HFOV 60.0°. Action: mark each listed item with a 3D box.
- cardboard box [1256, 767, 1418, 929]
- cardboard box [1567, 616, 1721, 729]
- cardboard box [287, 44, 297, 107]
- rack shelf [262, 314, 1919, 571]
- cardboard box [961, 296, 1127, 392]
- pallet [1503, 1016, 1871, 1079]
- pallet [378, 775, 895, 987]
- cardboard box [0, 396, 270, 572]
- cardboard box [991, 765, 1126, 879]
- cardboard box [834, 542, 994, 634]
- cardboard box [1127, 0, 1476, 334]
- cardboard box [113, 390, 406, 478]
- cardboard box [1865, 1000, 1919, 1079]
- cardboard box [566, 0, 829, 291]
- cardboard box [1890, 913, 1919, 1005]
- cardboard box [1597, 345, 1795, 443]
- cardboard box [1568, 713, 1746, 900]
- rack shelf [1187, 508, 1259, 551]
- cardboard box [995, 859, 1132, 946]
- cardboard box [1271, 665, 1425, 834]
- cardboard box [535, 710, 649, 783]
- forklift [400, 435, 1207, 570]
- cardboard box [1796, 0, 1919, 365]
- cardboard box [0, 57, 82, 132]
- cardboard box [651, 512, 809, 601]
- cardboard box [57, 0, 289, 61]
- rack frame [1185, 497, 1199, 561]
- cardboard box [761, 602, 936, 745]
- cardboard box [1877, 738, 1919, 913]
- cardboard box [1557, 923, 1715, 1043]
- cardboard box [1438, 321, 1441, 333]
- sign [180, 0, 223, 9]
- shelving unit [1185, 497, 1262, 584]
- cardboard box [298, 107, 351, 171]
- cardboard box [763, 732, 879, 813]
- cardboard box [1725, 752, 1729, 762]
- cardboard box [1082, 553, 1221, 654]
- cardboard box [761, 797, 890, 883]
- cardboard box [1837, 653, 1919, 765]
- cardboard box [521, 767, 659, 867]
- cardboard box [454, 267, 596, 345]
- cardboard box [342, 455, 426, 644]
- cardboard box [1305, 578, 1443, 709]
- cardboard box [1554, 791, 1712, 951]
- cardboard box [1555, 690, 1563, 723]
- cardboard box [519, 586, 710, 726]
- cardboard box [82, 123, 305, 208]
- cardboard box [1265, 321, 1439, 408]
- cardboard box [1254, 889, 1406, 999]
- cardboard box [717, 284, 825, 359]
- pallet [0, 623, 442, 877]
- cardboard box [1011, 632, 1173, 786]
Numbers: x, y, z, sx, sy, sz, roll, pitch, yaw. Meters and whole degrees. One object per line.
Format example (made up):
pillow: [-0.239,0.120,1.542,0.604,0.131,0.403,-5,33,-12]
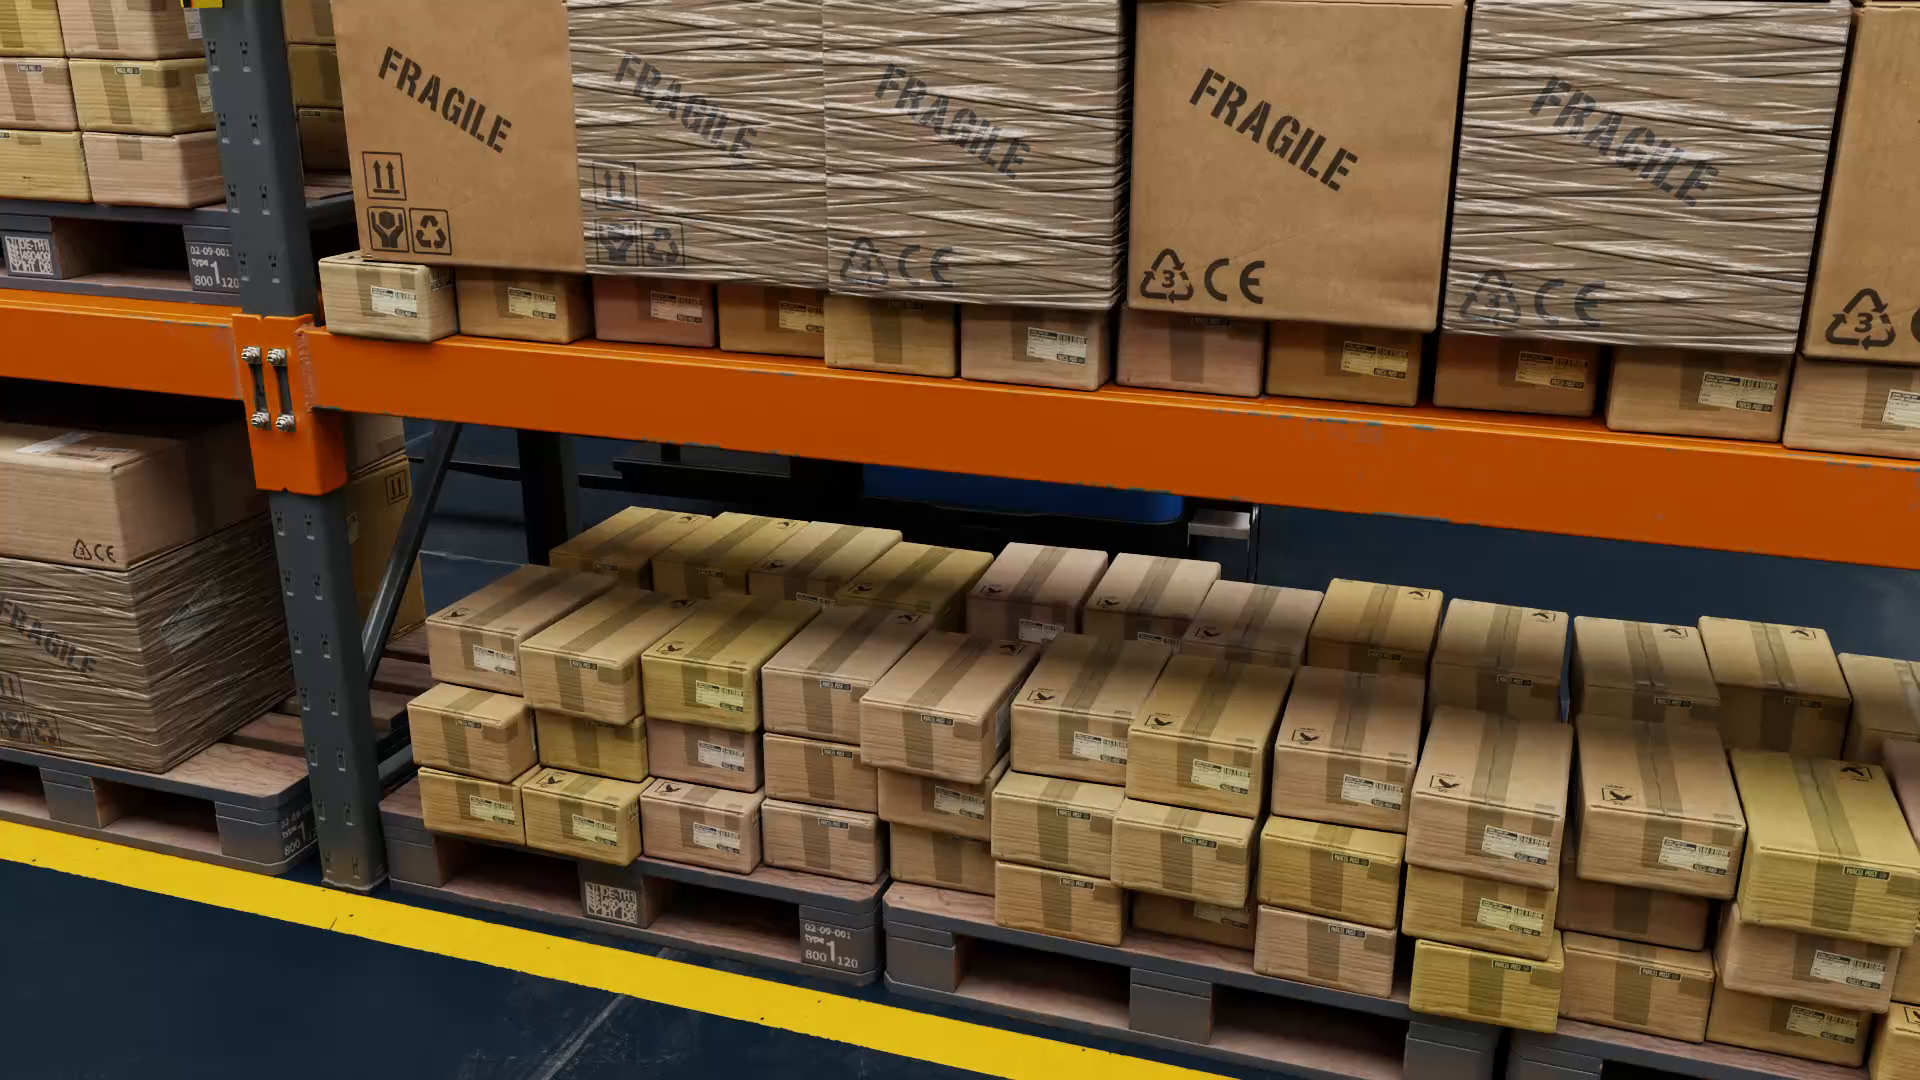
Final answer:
cardboard box: [0.731,0.558,3.160,0.250,0.149,0.380,8,21,21]
cardboard box: [1.404,0.304,3.437,0.250,0.149,0.380,6,20,15]
cardboard box: [-1.701,-1.206,4.270,0.250,0.149,0.380,6,20,17]
rack shelf: [0.655,-0.217,3.234,4.000,0.370,1.077,7,20,18]
cardboard box: [0.186,-0.394,3.032,0.250,0.149,0.380,7,21,20]
pallet: [1.717,0.869,3.262,1.213,0.211,1.003,7,20,18]
pallet: [-0.588,0.606,4.018,1.213,0.211,1.003,7,20,18]
cardboard box: [-2.021,-0.146,3.960,0.500,0.250,0.500,6,20,17]
cardboard box: [0.237,0.502,3.320,0.250,0.149,0.380,6,20,18]
cardboard box: [-0.101,0.144,3.895,0.250,0.149,0.380,7,20,20]
cardboard box: [0.601,-0.663,2.817,0.500,0.500,0.500,8,21,21]
cardboard box: [-1.846,-0.307,4.419,0.500,0.250,0.500,6,20,16]
cardboard box: [1.702,0.819,2.862,0.250,0.149,0.380,7,20,20]
cardboard box: [-0.379,-0.777,3.145,0.500,0.500,0.500,7,20,18]
cardboard box: [1.723,0.654,2.885,0.250,0.149,0.380,6,20,17]
cardboard box: [1.191,-0.288,2.727,0.250,0.149,0.380,6,20,16]
cardboard box: [1.232,0.467,2.969,0.250,0.149,0.380,6,20,16]
rack shelf: [0.873,-0.048,5.494,0.200,0.077,0.258,6,20,17]
cardboard box: [0.243,0.642,3.370,0.250,0.149,0.380,6,20,17]
cardboard box: [0.748,0.392,3.183,0.250,0.149,0.380,6,20,16]
cardboard box: [-0.728,0.373,3.690,0.250,0.149,0.380,7,20,18]
forklift: [-0.601,-1.447,5.773,3.031,2.935,1.130,6,20,17]
cardboard box: [1.550,-0.554,2.504,0.500,0.500,0.500,6,20,17]
cardboard box: [-1.924,-1.002,3.686,0.250,0.149,0.380,7,20,18]
cardboard box: [-0.558,0.067,4.116,0.250,0.149,0.380,7,20,19]
cardboard box: [-1.677,-1.116,3.560,0.250,0.149,0.380,8,21,21]
rack frame: [0.776,-0.259,5.453,0.006,0.900,0.240,6,20,17]
cardboard box: [-0.227,0.277,3.513,0.250,0.149,0.380,6,20,17]
cardboard box: [1.743,0.503,2.865,0.250,0.149,0.380,7,20,19]
cardboard box: [1.244,0.741,3.086,0.250,0.149,0.380,7,20,19]
cardboard box: [0.856,-0.511,3.368,0.250,0.149,0.380,7,21,20]
sign: [-1.413,-1.146,3.049,0.005,0.325,0.100,7,20,18]
shelving unit: [0.873,-0.249,5.424,0.210,0.900,0.258,6,20,17]
cardboard box: [-1.455,-1.038,4.240,0.250,0.149,0.380,6,20,15]
cardboard box: [-0.232,0.418,3.561,0.250,0.149,0.380,5,20,15]
cardboard box: [1.633,0.484,3.371,0.250,0.149,0.380,7,20,19]
cardboard box: [0.443,0.170,3.821,0.250,0.149,0.380,6,20,16]
cardboard box: [-0.236,0.566,3.589,0.250,0.149,0.380,6,20,17]
cardboard box: [1.861,0.372,3.242,0.250,0.149,0.380,7,20,19]
cardboard box: [-0.744,0.543,3.654,0.250,0.149,0.380,7,20,20]
cardboard box: [-0.806,-0.517,3.383,0.250,0.149,0.380,7,20,20]
cardboard box: [-1.845,0.047,4.543,0.500,0.500,0.500,7,21,20]
cardboard box: [0.911,0.228,3.654,0.250,0.149,0.380,7,20,19]
cardboard box: [1.240,0.582,3.091,0.250,0.149,0.380,6,20,17]
cardboard box: [1.145,0.424,3.544,0.250,0.149,0.380,6,20,15]
cardboard box: [-0.736,0.244,3.608,0.250,0.149,0.380,8,21,21]
cardboard box: [-1.674,-0.834,3.654,0.250,0.149,0.380,6,20,17]
cardboard box: [0.700,-0.359,2.932,0.250,0.149,0.380,7,20,19]
cardboard box: [0.730,0.697,3.212,0.250,0.149,0.380,7,20,19]
cardboard box: [-0.282,-0.473,3.258,0.250,0.149,0.380,6,20,16]
pallet: [-1.970,0.461,4.434,1.213,0.211,1.003,7,20,18]
cardboard box: [0.271,0.334,3.350,0.250,0.149,0.380,6,20,16]
